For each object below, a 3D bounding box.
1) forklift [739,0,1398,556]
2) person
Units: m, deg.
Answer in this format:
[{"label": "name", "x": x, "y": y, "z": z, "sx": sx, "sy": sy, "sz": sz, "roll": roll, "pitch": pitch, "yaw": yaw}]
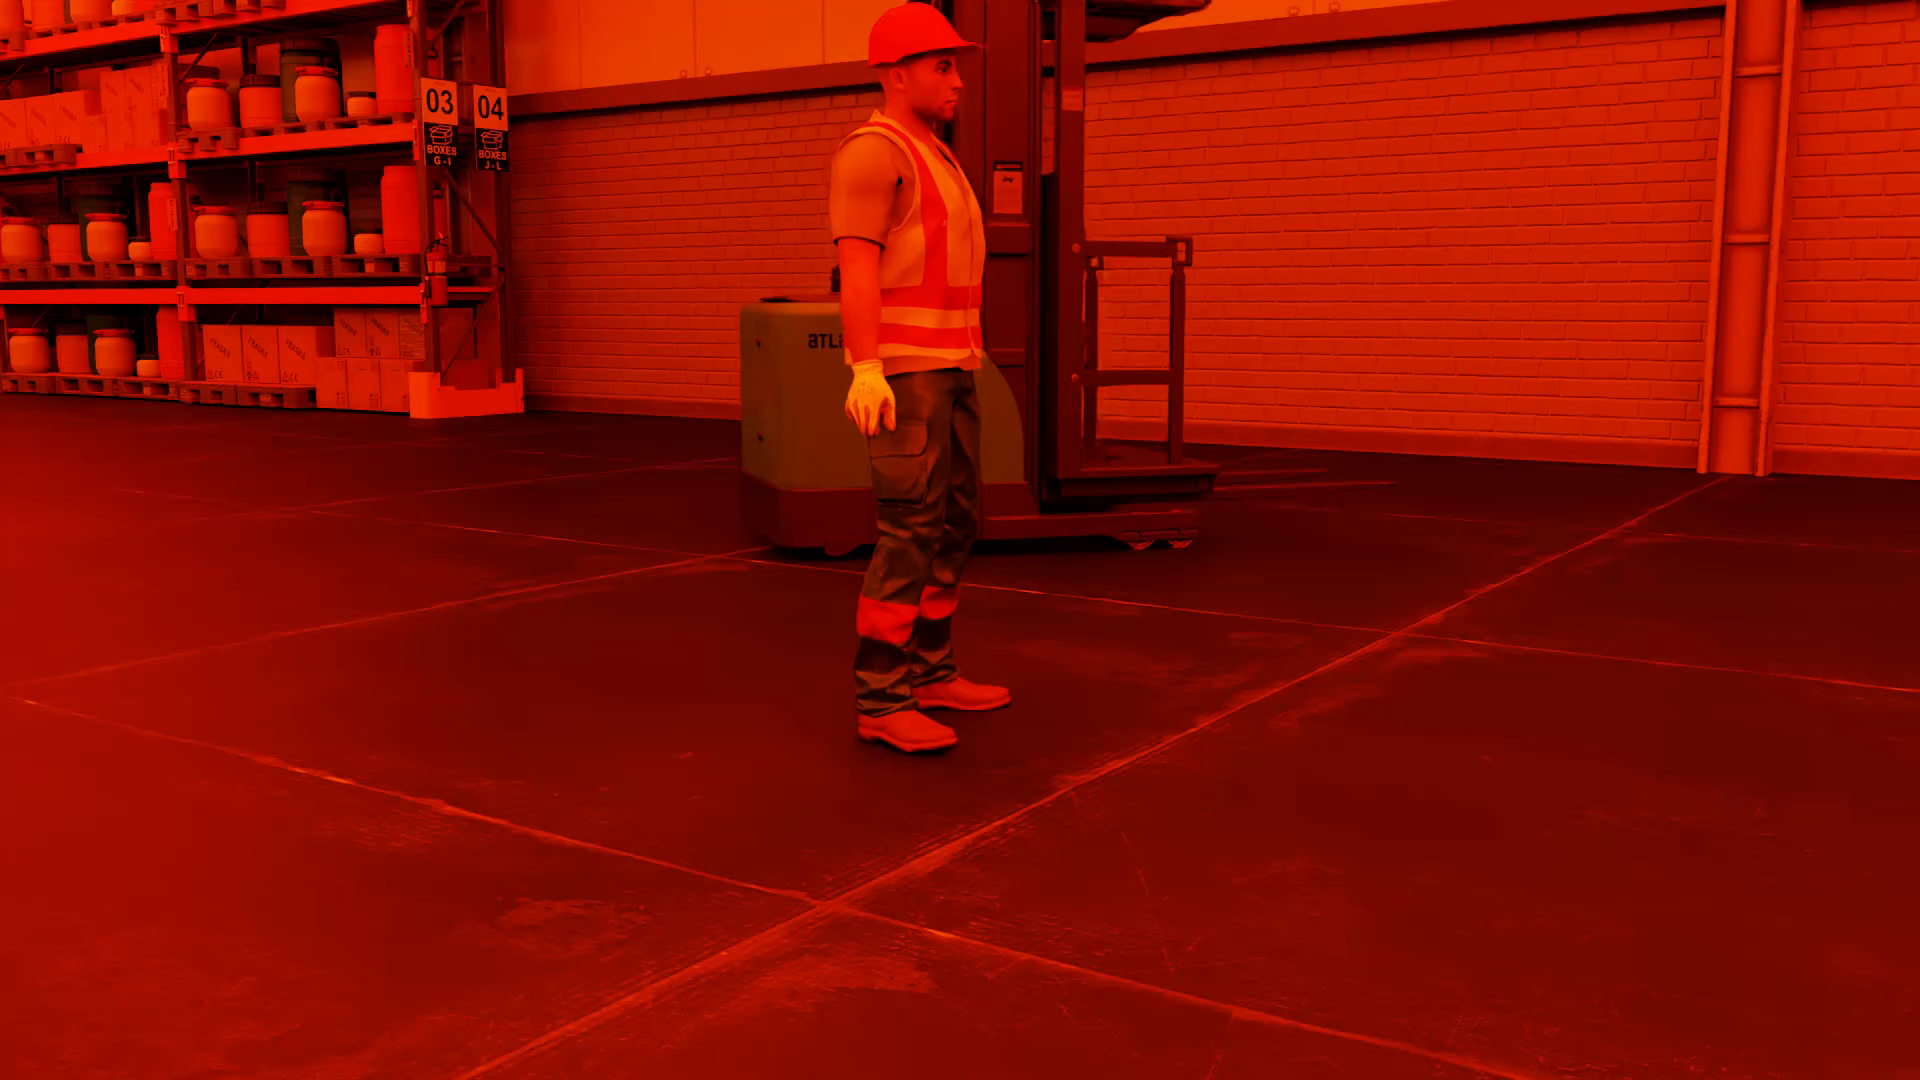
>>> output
[{"label": "forklift", "x": 0.548, "y": -1.480, "z": 7.600, "sx": 3.031, "sy": 2.935, "sz": 1.130, "roll": -3, "pitch": 8, "yaw": -18}, {"label": "person", "x": -0.104, "y": -0.405, "z": 4.129, "sx": 0.348, "sy": 1.788, "sz": 0.650, "roll": 3, "pitch": 9, "yaw": 18}]
